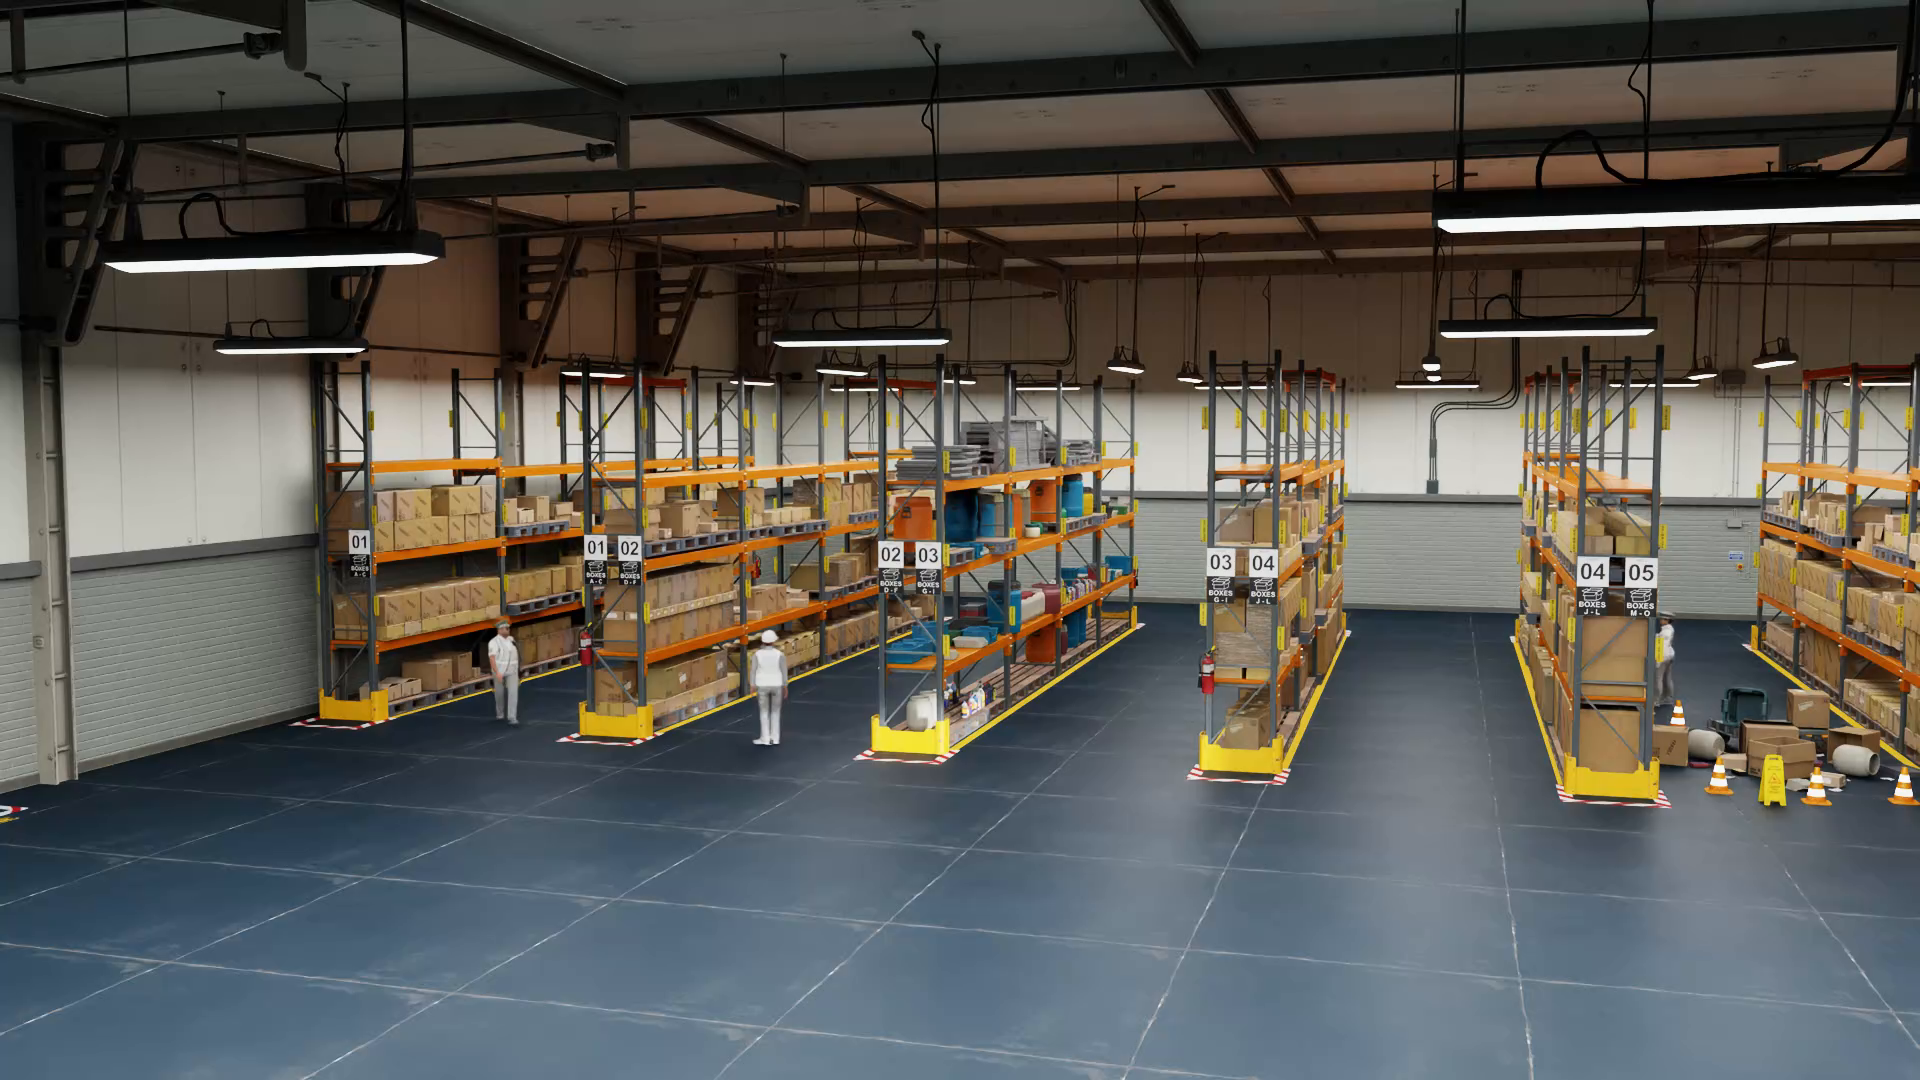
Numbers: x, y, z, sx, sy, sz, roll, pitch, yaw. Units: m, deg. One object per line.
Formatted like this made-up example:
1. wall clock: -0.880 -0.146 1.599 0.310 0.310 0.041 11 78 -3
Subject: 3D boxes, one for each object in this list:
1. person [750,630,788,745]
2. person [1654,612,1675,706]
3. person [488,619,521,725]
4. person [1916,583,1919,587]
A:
1. person: -2.955 2.286 25.747 0.585 1.798 0.392 0 4 -6
2. person: 12.330 2.091 29.234 0.411 1.675 0.551 4 6 43
3. person: -7.526 2.176 27.509 0.521 1.725 1.060 -1 4 -16
4. person: 21.513 1.516 37.177 0.777 1.623 0.500 1 4 10
